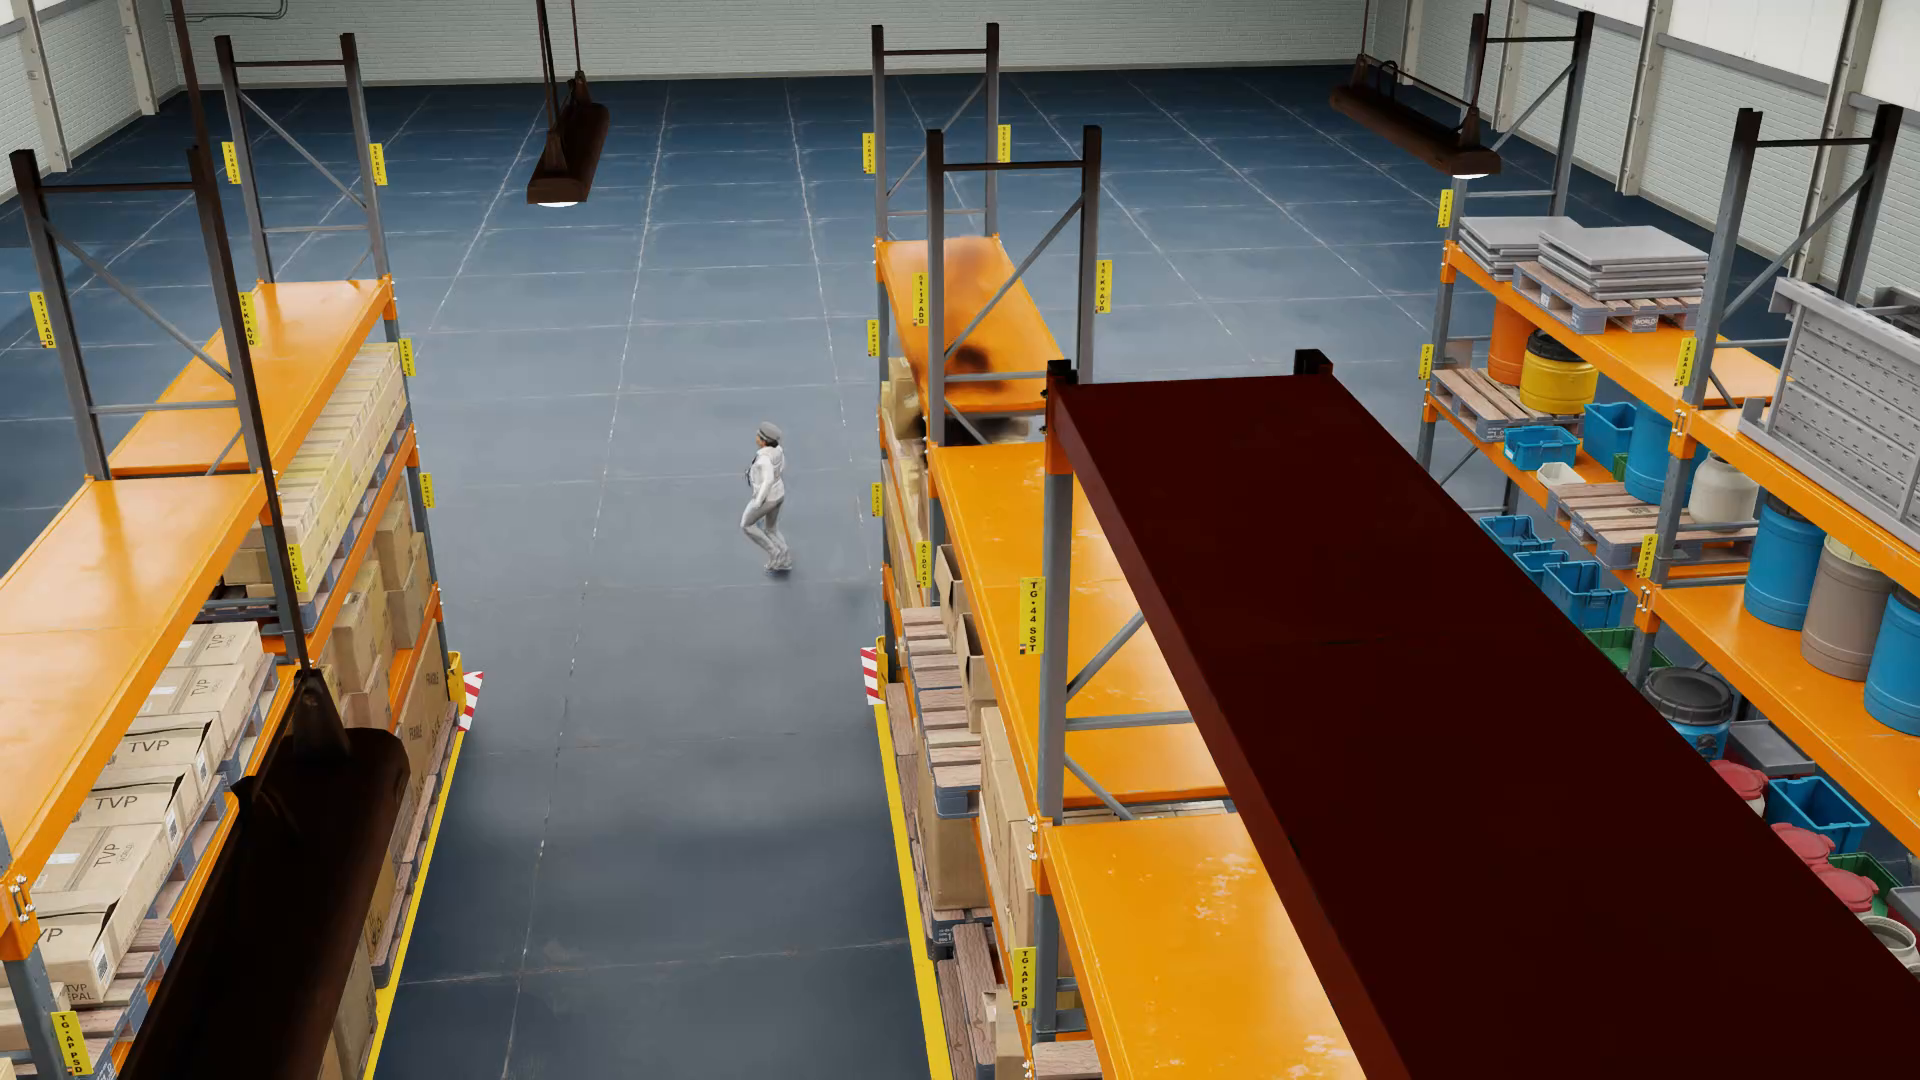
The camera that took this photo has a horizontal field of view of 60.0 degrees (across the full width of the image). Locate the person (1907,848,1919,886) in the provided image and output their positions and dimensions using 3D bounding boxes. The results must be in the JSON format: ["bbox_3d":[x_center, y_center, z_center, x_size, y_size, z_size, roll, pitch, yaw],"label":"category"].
[{"bbox_3d":[7.352,2.044,12.297,0.584,1.750,0.718,-5,26,-10],"label":"person"}]

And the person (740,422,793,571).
[{"bbox_3d":[-2.053,-0.449,17.494,0.562,1.663,0.671,9,27,19],"label":"person"}]
